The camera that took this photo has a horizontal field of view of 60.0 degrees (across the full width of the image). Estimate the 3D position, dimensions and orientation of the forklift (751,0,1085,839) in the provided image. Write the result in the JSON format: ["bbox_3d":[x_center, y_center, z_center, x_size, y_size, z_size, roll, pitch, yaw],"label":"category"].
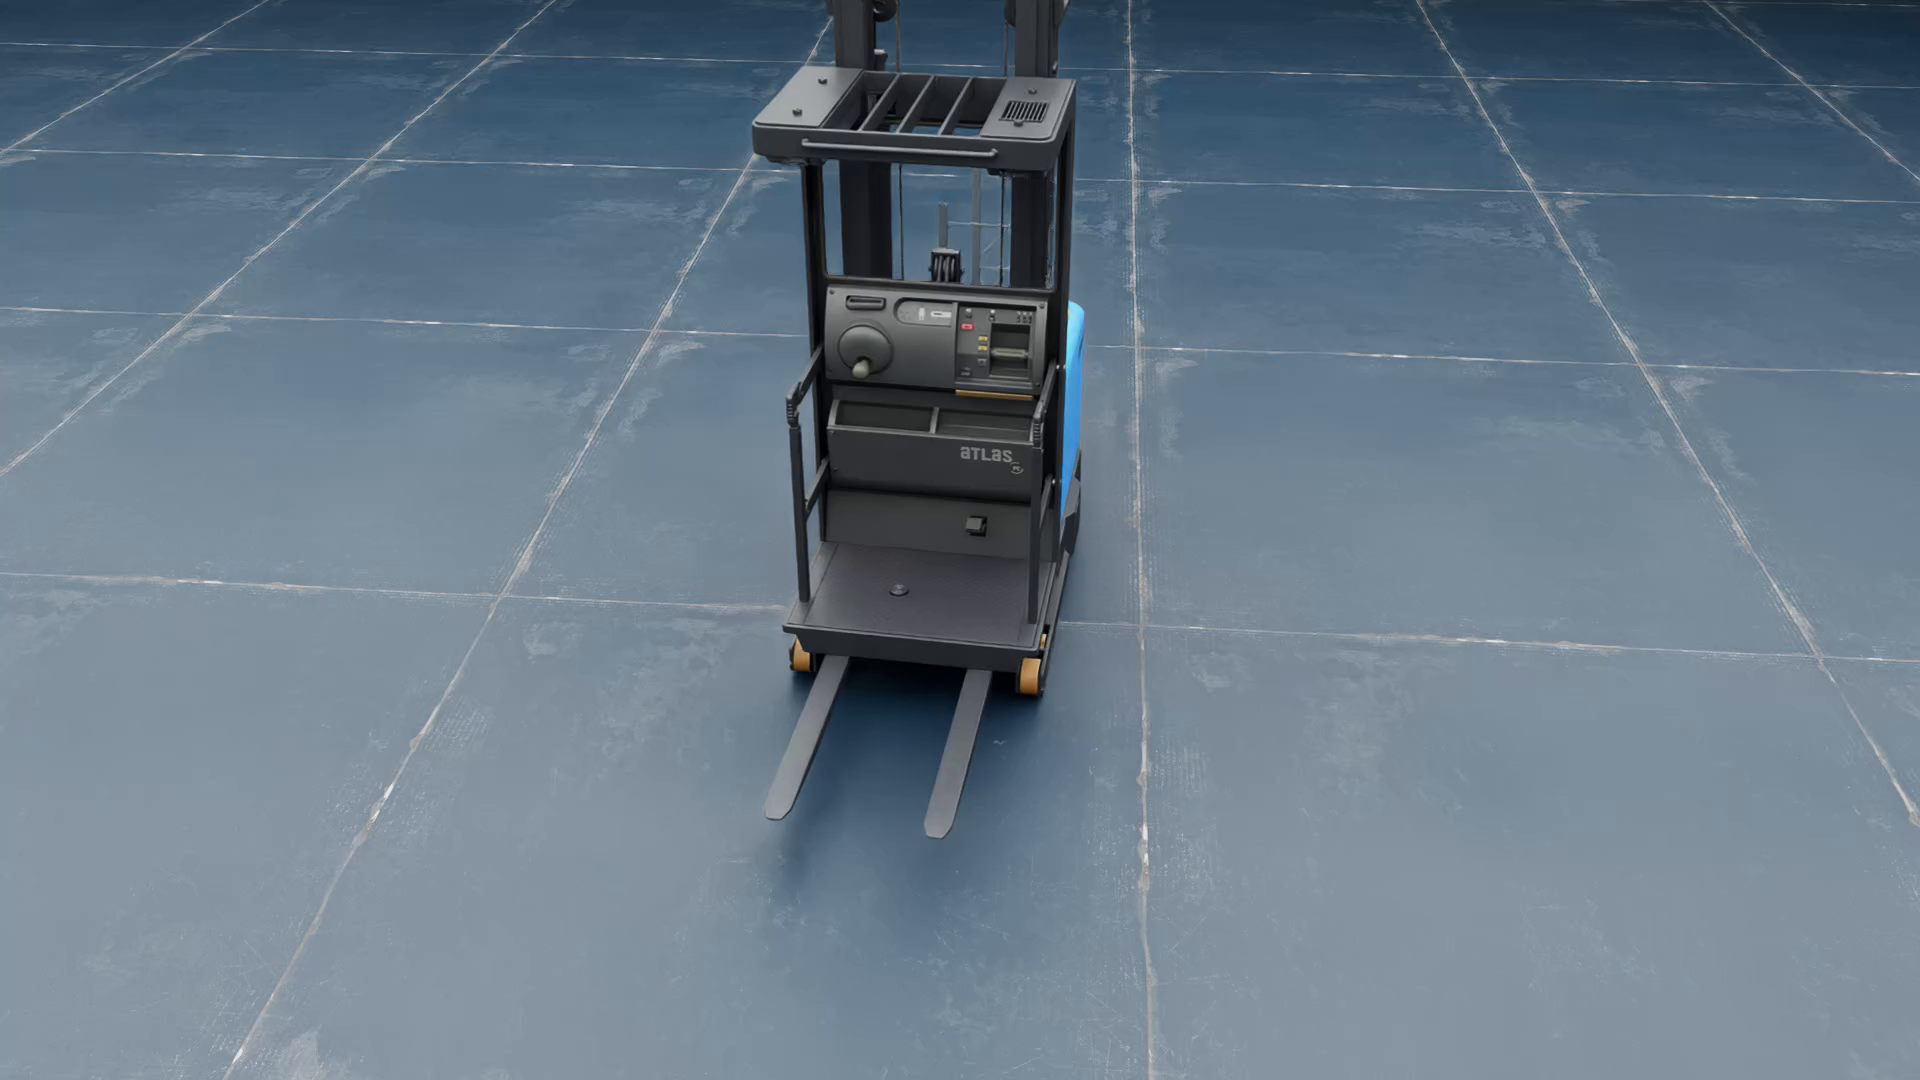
[{"bbox_3d":[-0.136,-0.783,6.726,1.130,2.935,3.031,5,32,8],"label":"forklift"}]

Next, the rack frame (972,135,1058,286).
[{"bbox_3d":[0.317,-1.503,9.259,0.500,1.500,0.032,5,32,8],"label":"rack frame"}]

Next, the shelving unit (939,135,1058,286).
[{"bbox_3d":[0.230,-1.235,8.825,0.587,1.500,1.083,5,32,8],"label":"shelving unit"}]

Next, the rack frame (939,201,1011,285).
[{"bbox_3d":[0.146,-0.977,8.406,0.500,1.500,0.032,5,32,8],"label":"rack frame"}]
